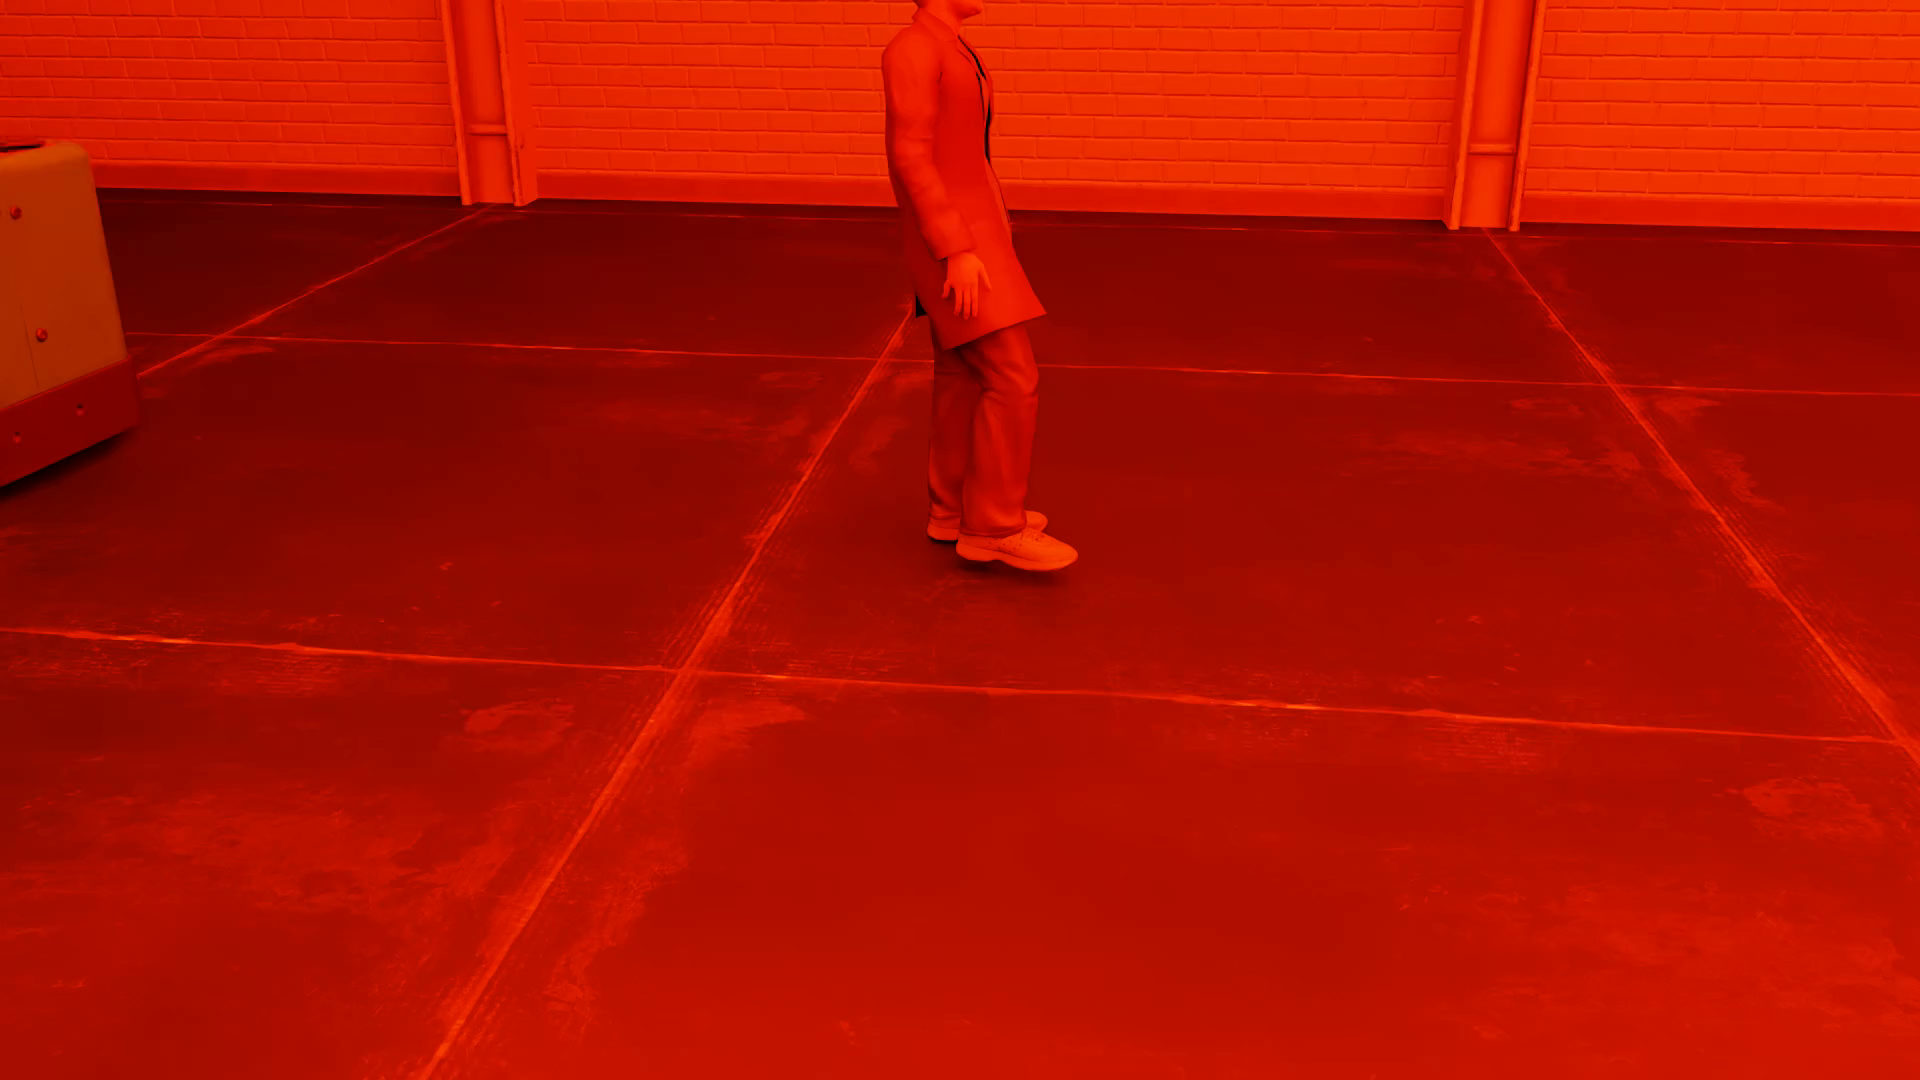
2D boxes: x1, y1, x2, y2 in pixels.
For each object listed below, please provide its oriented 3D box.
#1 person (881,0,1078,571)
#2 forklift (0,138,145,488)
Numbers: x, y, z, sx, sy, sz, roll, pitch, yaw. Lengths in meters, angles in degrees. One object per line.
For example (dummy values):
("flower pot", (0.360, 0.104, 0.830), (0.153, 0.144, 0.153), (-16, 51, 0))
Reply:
("person", (0.090, -0.826, 4.827), (0.583, 1.775, 0.696), (3, 22, 7))
("forklift", (-4.544, -1.677, 5.417), (3.031, 2.935, 1.130), (5, 22, 11))
